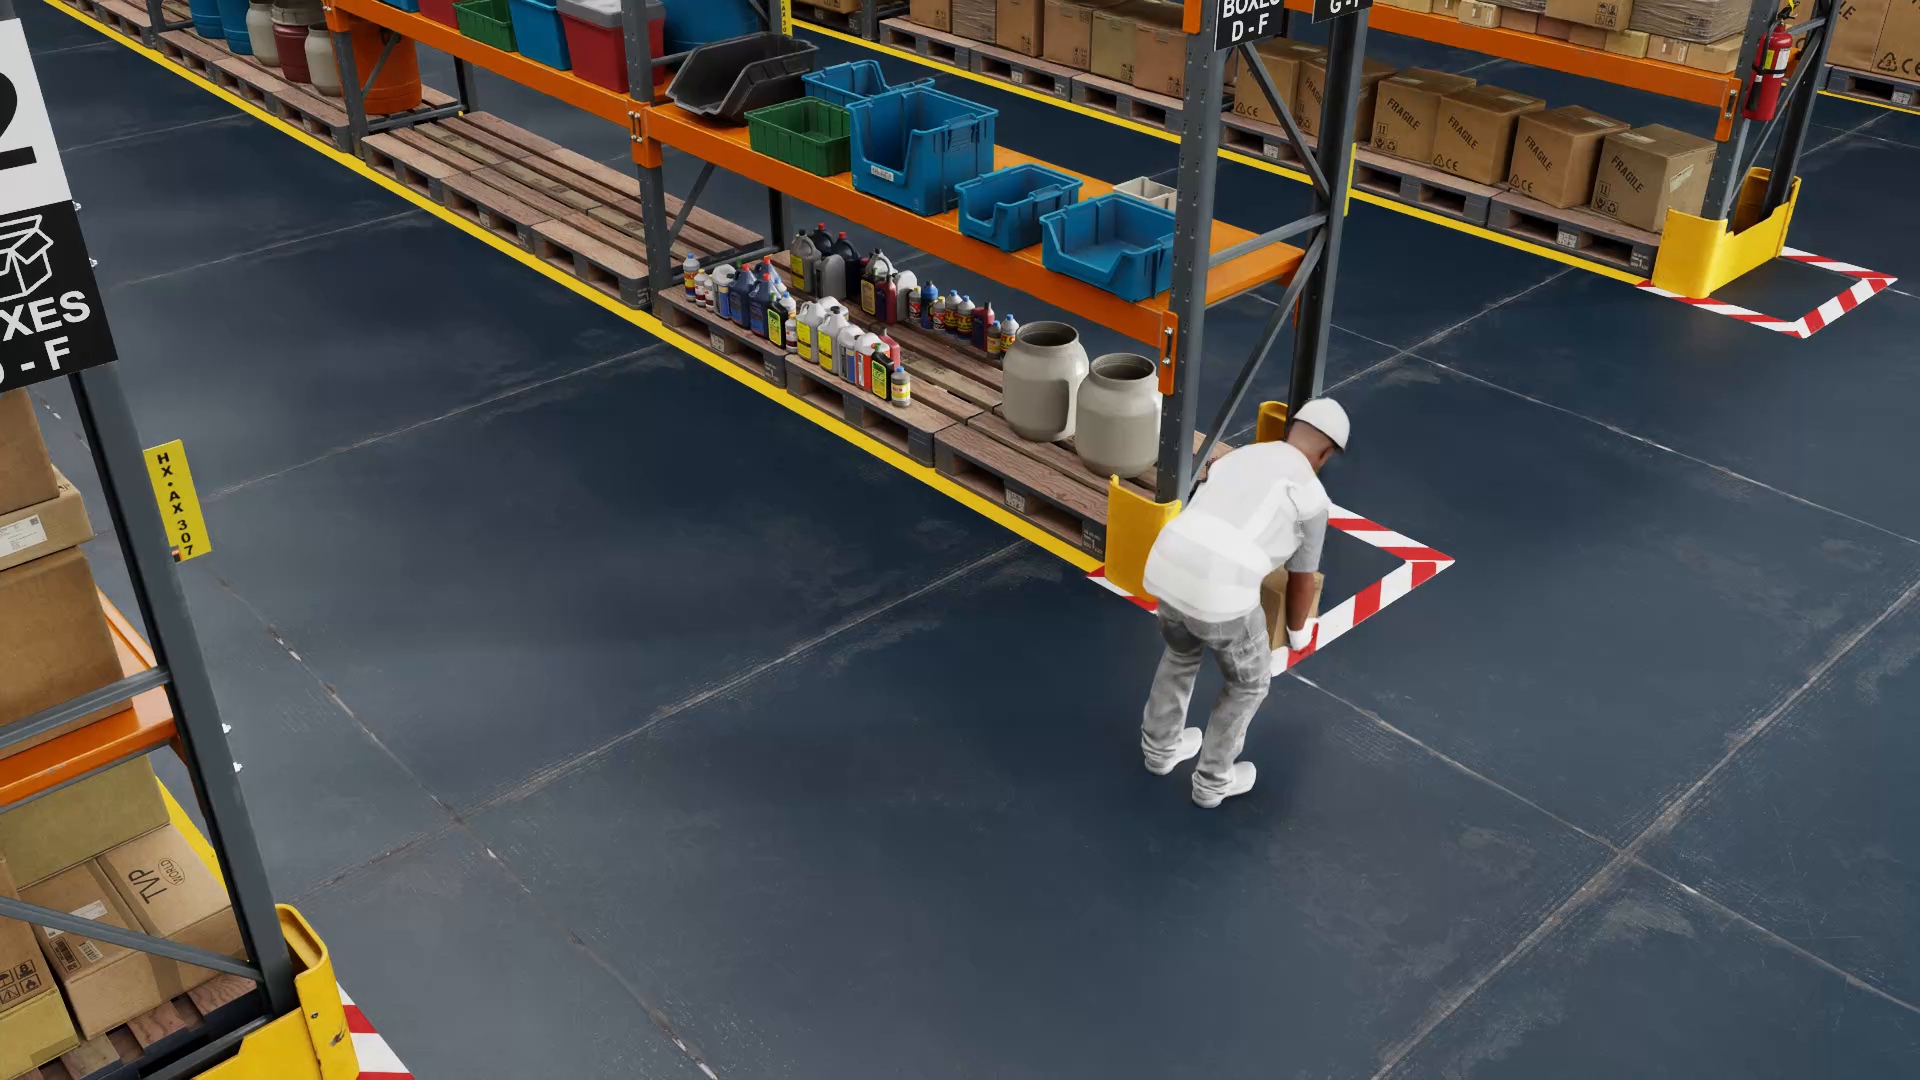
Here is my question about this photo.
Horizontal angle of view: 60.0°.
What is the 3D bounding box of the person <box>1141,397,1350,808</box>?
[{"bbox_3d":[1.055,0.222,6.113,0.903,1.404,0.486,-25,39,-35],"label":"person"}]
